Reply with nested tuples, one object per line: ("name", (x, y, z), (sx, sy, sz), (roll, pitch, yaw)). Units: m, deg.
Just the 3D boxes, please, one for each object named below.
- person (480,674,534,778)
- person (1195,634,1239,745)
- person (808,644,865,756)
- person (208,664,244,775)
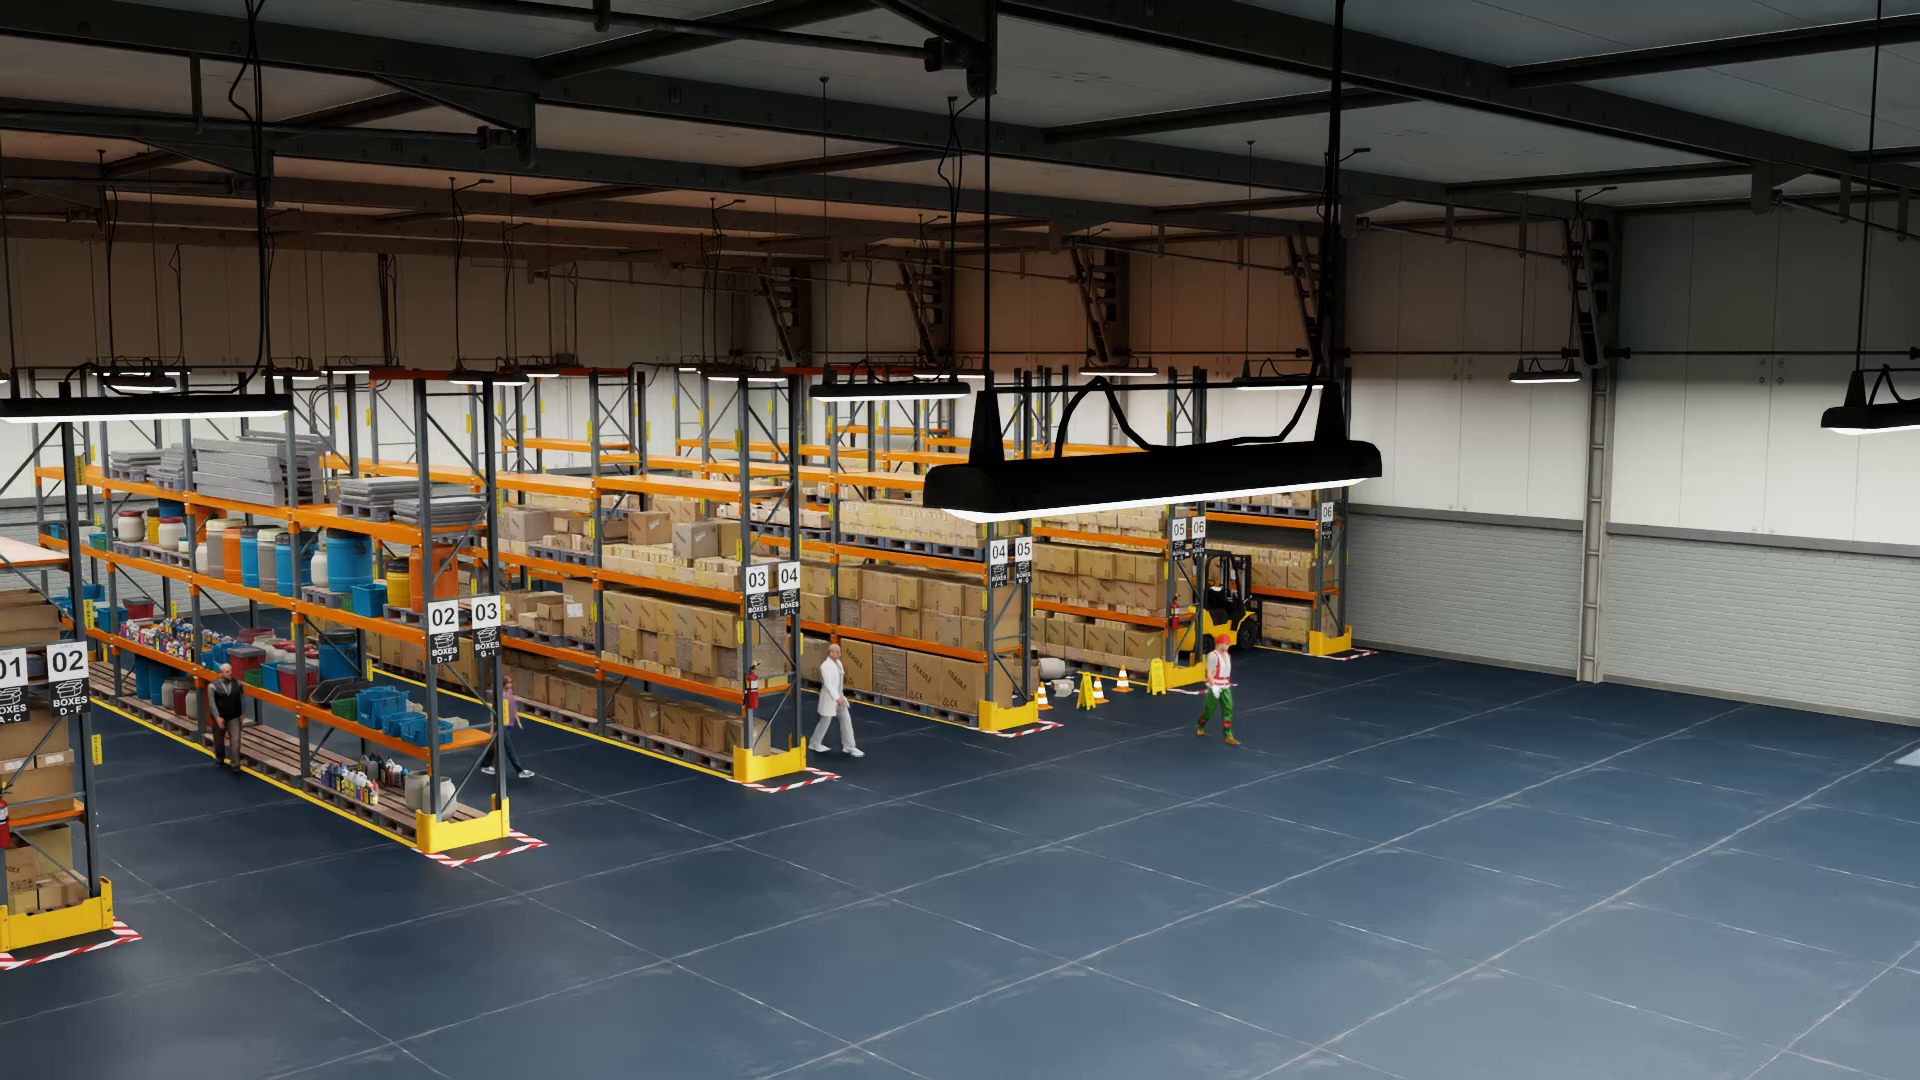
("person", (-6.733, 2.754, 24.732), (0.979, 1.540, 0.440), (1, 7, 10))
("person", (4.232, 2.410, 27.073), (0.635, 1.752, 0.932), (-5, 8, -40))
("person", (-1.958, 2.508, 26.221), (0.977, 1.760, 0.581), (3, 7, 28))
("person", (-11.045, 2.681, 25.088), (0.522, 1.642, 1.122), (-4, 7, -30))
